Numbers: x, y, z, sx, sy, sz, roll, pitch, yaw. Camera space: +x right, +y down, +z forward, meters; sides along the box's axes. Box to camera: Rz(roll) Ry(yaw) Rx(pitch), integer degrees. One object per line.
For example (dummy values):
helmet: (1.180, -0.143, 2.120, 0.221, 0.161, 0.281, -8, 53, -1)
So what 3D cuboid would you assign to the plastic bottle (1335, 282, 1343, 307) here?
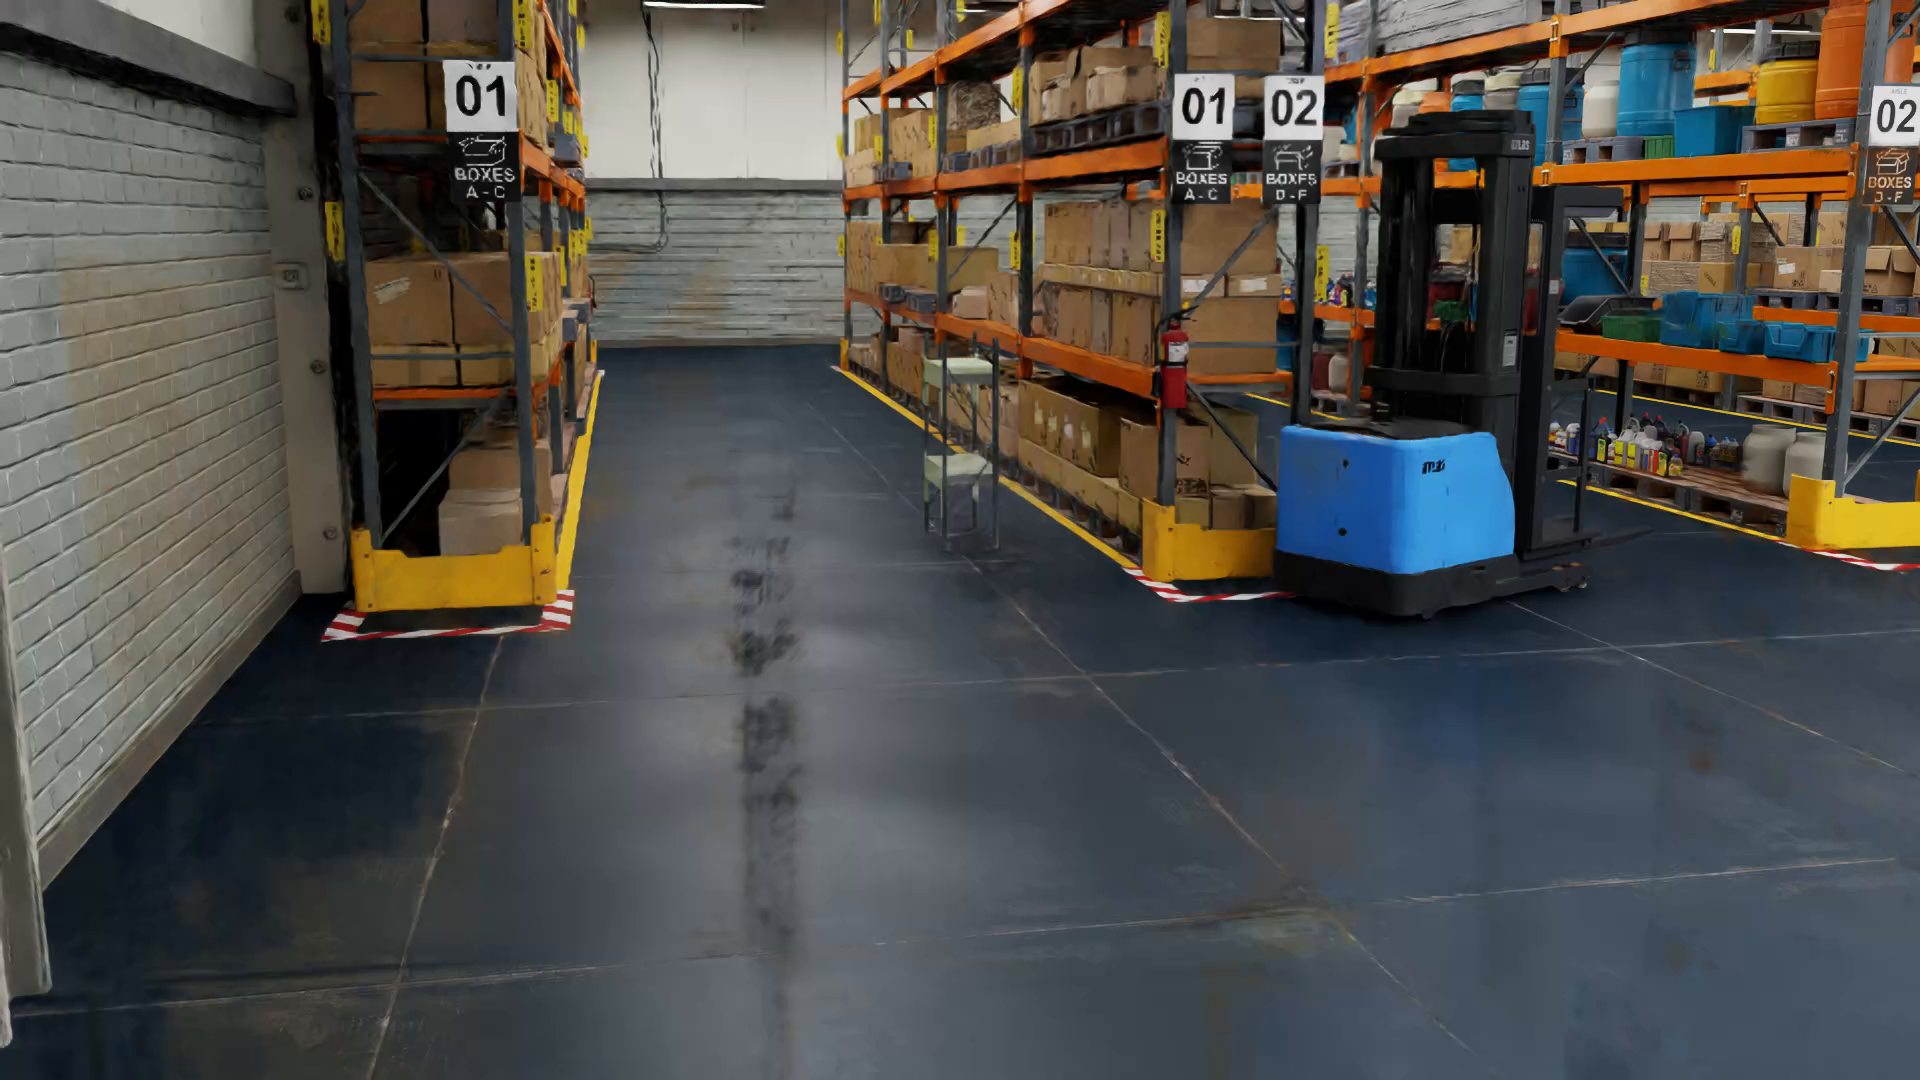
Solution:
plastic bottle: (4.559, -2.950, 19.984, 0.061, 0.283, 0.133, -2, 11, -11)

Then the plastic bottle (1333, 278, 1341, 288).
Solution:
plastic bottle: (4.957, -3.292, 21.799, 0.152, 0.276, 0.135, -2, 11, -11)

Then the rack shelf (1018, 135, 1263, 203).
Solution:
rack shelf: (1.409, -2.746, 12.505, 1.077, 0.370, 4.000, -2, 11, -11)

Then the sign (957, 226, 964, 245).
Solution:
sign: (0.007, -4.050, 22.355, 0.100, 0.325, 0.005, -2, 11, -11)

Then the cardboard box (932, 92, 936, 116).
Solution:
cardboard box: (-0.035, -5.008, 19.521, 0.500, 0.500, 0.500, -2, 11, -11)

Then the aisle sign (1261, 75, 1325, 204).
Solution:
aisle sign: (2.111, -2.536, 10.543, 0.394, 0.787, 0.004, -2, 11, -11)

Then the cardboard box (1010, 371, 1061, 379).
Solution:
cardboard box: (0.788, -1.583, 17.221, 0.500, 0.311, 0.500, -2, 11, -11)

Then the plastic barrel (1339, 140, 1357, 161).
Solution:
plastic barrel: (4.749, -4.709, 20.141, 0.301, 0.262, 0.301, 0, 11, 0)

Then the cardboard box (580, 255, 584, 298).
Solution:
cardboard box: (-5.484, -3.527, 21.902, 0.980, 0.700, 0.700, -2, 11, -10)

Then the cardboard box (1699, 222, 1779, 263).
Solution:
cardboard box: (9.833, -3.763, 20.993, 0.797, 0.503, 0.637, -2, 11, -9)

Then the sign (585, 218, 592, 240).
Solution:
sign: (-5.638, -4.715, 25.218, 0.100, 0.325, 0.005, -2, 11, -11)

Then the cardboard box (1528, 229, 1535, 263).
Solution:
cardboard box: (8.736, -4.427, 25.035, 0.500, 0.500, 0.500, -2, 11, -10)

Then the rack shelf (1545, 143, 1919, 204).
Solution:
rack shelf: (6.268, -2.926, 13.448, 1.077, 0.370, 4.000, -2, 11, -11)

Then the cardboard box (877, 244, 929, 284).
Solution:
cardboard box: (-0.664, -3.621, 21.806, 0.700, 0.500, 0.500, -6, 12, -30)

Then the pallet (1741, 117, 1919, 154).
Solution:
pallet: (6.592, -2.975, 12.287, 1.003, 0.211, 1.213, -2, 11, -11)

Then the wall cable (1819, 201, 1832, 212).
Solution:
wall cable: (18.394, -6.500, 35.607, 0.588, 1.984, 0.122, -2, 11, -11)

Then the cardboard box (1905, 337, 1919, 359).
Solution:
cardboard box: (14.054, -2.718, 24.016, 0.500, 0.500, 0.500, -2, 11, -8)

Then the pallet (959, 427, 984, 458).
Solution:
pallet: (0.597, -0.981, 16.786, 1.003, 0.211, 1.213, -2, 11, -11)

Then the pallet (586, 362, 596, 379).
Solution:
pallet: (-5.940, -2.499, 24.764, 1.003, 0.211, 1.213, -2, 11, -11)

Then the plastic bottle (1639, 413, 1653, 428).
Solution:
plastic bottle: (6.287, -0.980, 15.229, 0.144, 0.351, 0.185, -2, 11, -13)

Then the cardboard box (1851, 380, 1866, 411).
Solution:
cardboard box: (10.347, -1.747, 18.863, 0.700, 0.500, 0.500, -1, 11, -6)

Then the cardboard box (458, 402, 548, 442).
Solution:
cardboard box: (-3.998, -0.935, 14.594, 0.700, 0.500, 0.500, -2, 11, -9)

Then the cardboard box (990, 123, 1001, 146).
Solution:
cardboard box: (0.605, -4.051, 16.712, 0.500, 0.250, 0.500, -2, 11, -12)

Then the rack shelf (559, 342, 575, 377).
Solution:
rack shelf: (-4.228, -1.826, 15.690, 1.077, 0.370, 4.000, -2, 11, -11)

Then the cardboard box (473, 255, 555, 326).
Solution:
cardboard box: (-3.152, -1.762, 11.773, 0.500, 0.500, 0.500, -2, 11, -9)

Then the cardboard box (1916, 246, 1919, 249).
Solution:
cardboard box: (13.846, -4.124, 23.799, 0.380, 0.149, 0.250, -2, 11, -12)

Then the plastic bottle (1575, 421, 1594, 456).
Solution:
plastic bottle: (5.629, -0.924, 14.937, 0.144, 0.351, 0.185, -2, 11, -9)

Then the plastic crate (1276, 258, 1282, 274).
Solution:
plastic crate: (4.395, -3.873, 24.194, 0.402, 0.464, 0.583, -2, 11, -11)

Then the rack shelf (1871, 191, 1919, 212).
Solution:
rack shelf: (14.455, -4.735, 22.953, 1.077, 0.370, 4.000, -2, 11, -11)

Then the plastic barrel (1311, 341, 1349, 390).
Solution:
plastic barrel: (4.770, -2.224, 21.185, 0.600, 0.588, 0.708, -2, 11, -11)

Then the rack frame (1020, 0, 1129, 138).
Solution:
rack frame: (1.020, -4.940, 14.084, 1.000, 3.000, 0.127, -2, 11, -11)

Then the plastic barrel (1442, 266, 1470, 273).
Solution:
plastic barrel: (5.511, -2.780, 18.482, 0.421, 0.512, 0.421, 0, 11, 0)

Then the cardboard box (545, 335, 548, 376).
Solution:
cardboard box: (-2.959, -1.210, 10.881, 0.500, 0.250, 0.500, -2, 11, -13)

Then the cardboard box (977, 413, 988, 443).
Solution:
cardboard box: (0.458, -1.101, 16.188, 0.500, 0.250, 0.500, -2, 11, -10)

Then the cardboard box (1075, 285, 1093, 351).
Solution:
cardboard box: (1.315, -1.772, 13.218, 0.700, 0.500, 0.500, -2, 11, -10)

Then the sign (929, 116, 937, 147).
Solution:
sign: (-0.291, -4.435, 18.069, 0.100, 0.325, 0.005, -2, 11, -11)

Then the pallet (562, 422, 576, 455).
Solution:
pallet: (-4.466, -1.033, 17.057, 1.003, 0.211, 1.213, -2, 11, -11)

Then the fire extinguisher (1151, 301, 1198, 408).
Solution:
fire extinguisher: (1.365, -1.183, 10.595, 0.296, 0.674, 0.183, -2, 11, -11)

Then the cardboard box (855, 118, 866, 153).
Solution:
cardboard box: (-1.184, -6.019, 24.835, 0.700, 0.500, 0.500, -2, 11, -11)

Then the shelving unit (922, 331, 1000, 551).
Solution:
shelving unit: (0.001, -0.736, 12.050, 0.431, 1.500, 0.755, -2, 11, -11)

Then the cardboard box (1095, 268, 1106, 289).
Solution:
cardboard box: (1.233, -1.975, 12.547, 0.380, 0.149, 0.250, -2, 11, -12)

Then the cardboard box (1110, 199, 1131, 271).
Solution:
cardboard box: (1.503, -2.230, 12.155, 0.700, 0.500, 0.500, -2, 11, -11)

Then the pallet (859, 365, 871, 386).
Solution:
pallet: (-0.910, -2.440, 24.455, 1.003, 0.211, 1.213, -2, 11, -11)

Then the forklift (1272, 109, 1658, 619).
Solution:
forklift: (3.403, -1.178, 10.547, 3.031, 2.935, 1.130, -8, 14, -37)

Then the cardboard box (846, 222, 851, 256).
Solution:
cardboard box: (-1.487, -4.643, 25.628, 0.500, 0.500, 0.500, -2, 11, -9)

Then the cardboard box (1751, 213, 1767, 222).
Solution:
cardboard box: (13.299, -5.121, 27.343, 0.500, 0.500, 0.500, -2, 11, -12)

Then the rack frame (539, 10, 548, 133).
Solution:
rack frame: (-3.839, -4.759, 13.134, 1.000, 3.000, 0.127, -2, 11, -11)

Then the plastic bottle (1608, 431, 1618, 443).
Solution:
plastic bottle: (5.731, -0.825, 14.628, 0.097, 0.271, 0.097, 0, 11, 0)

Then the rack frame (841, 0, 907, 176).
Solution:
rack frame: (-1.314, -7.141, 25.648, 1.000, 3.000, 0.127, -2, 11, -11)

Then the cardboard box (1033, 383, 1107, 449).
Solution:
cardboard box: (0.908, -1.029, 13.806, 0.500, 0.500, 0.500, -2, 11, -11)

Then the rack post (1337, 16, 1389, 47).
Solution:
rack post: (4.920, -5.947, 19.579, 0.954, 0.300, 0.937, -2, 11, -11)

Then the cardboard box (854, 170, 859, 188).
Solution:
cardboard box: (-1.280, -5.306, 24.433, 0.500, 0.250, 0.500, -2, 11, -11)

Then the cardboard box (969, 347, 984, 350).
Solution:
cardboard box: (0.026, -2.185, 21.165, 0.500, 0.500, 0.500, -2, 11, -10)

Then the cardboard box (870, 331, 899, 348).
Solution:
cardboard box: (-0.907, -2.794, 24.356, 0.797, 0.503, 0.637, -2, 11, -11)

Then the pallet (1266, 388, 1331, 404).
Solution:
pallet: (4.673, -1.903, 21.628, 1.003, 0.211, 1.213, -2, 11, -11)
